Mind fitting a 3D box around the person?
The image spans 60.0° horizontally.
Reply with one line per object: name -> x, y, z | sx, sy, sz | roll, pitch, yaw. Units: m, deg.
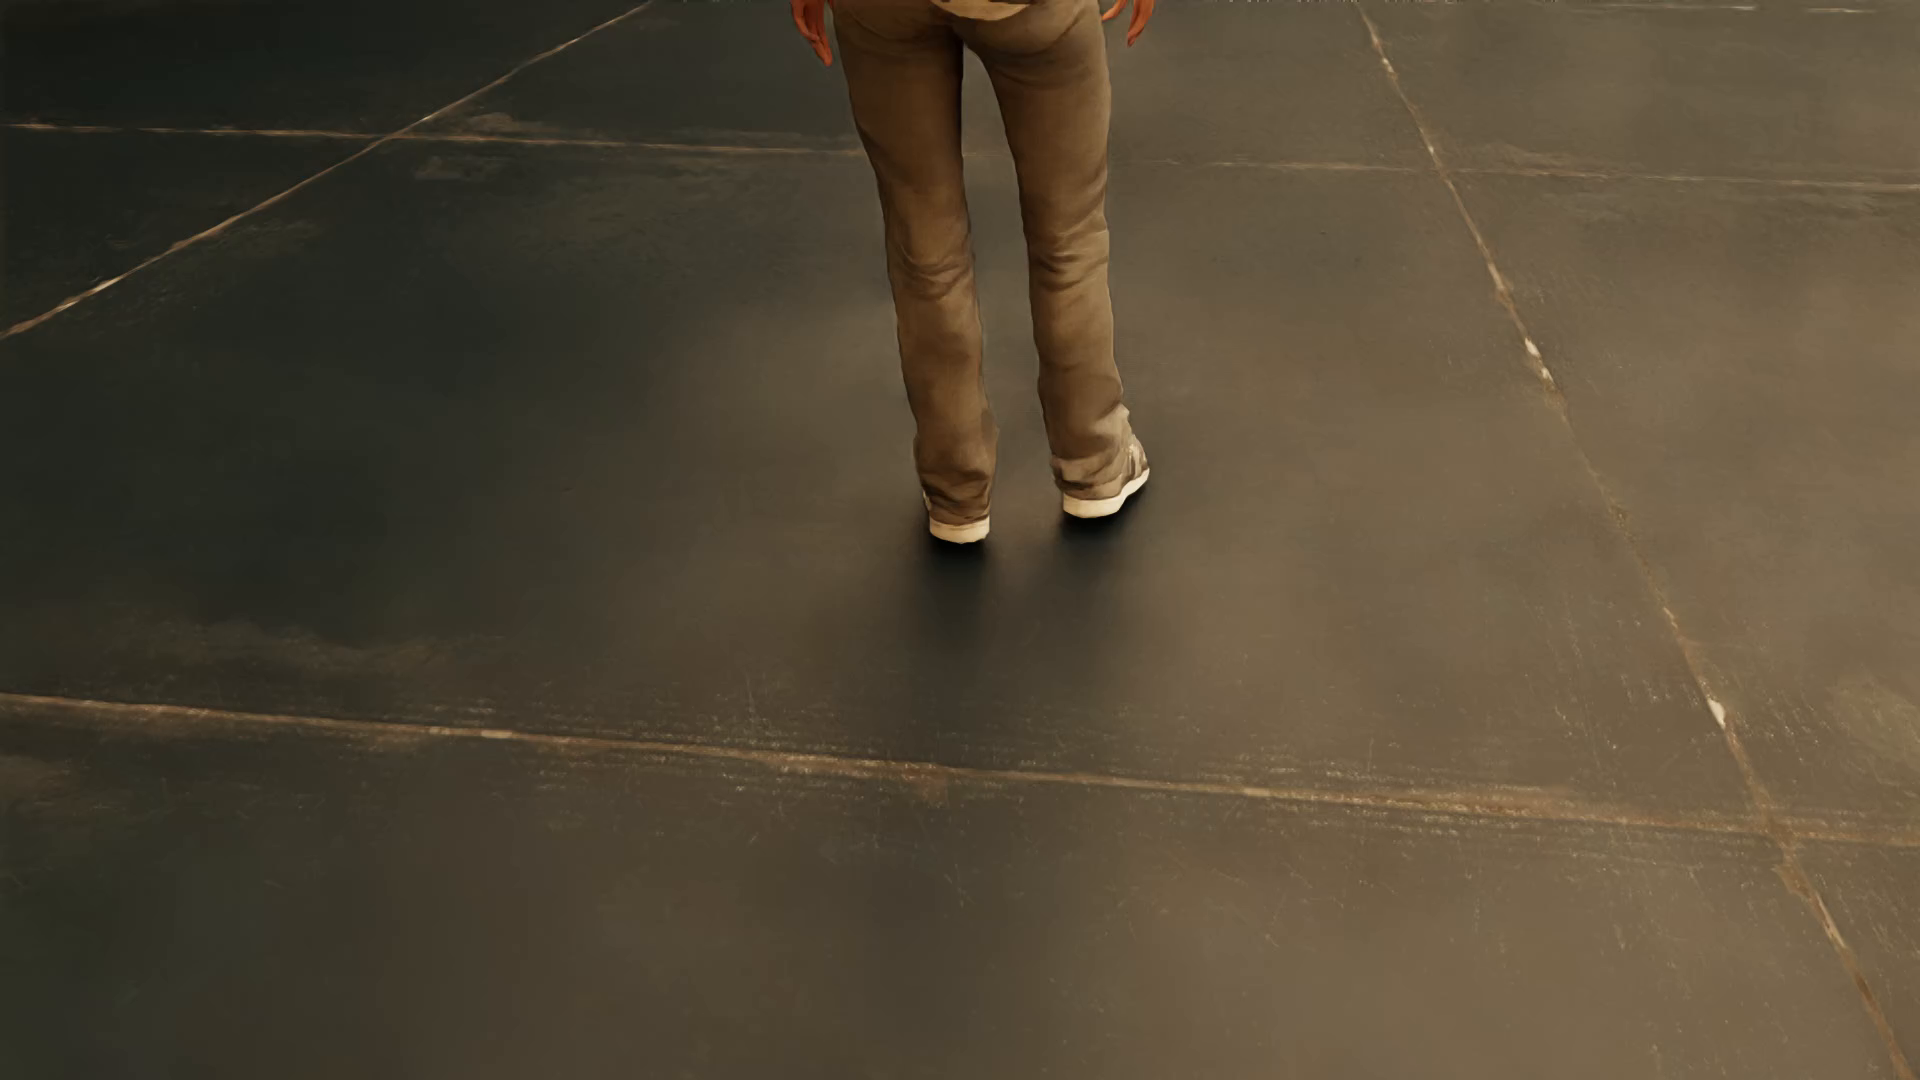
person -> 0.024, -0.753, 2.205 | 0.521, 1.597, 0.474 | 3, 27, 7
